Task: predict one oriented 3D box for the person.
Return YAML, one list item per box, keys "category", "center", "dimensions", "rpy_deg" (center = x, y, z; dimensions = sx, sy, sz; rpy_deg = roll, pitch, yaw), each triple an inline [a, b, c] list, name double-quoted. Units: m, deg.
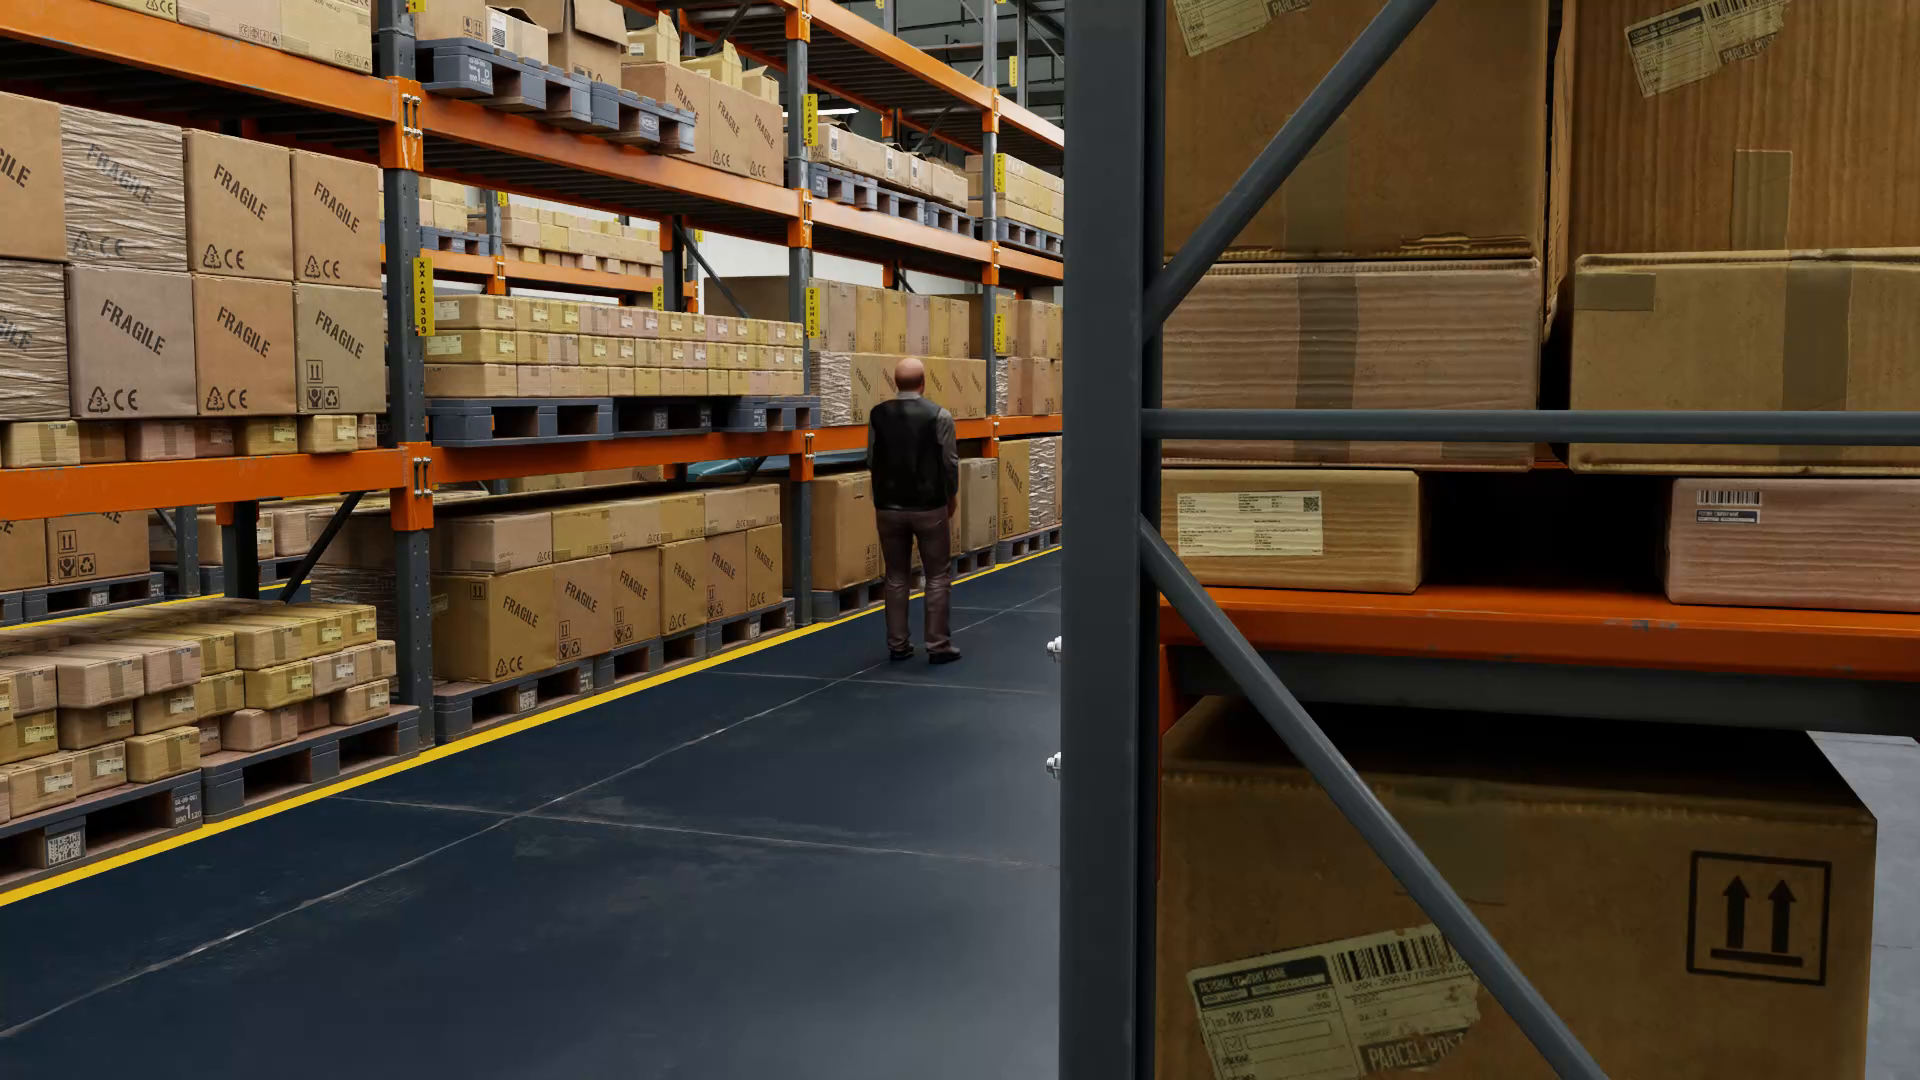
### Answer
- category: "person"
  center: [-0.264, -0.172, 9.490]
  dimensions: [0.544, 1.728, 0.482]
  rpy_deg: [2, 5, 18]
